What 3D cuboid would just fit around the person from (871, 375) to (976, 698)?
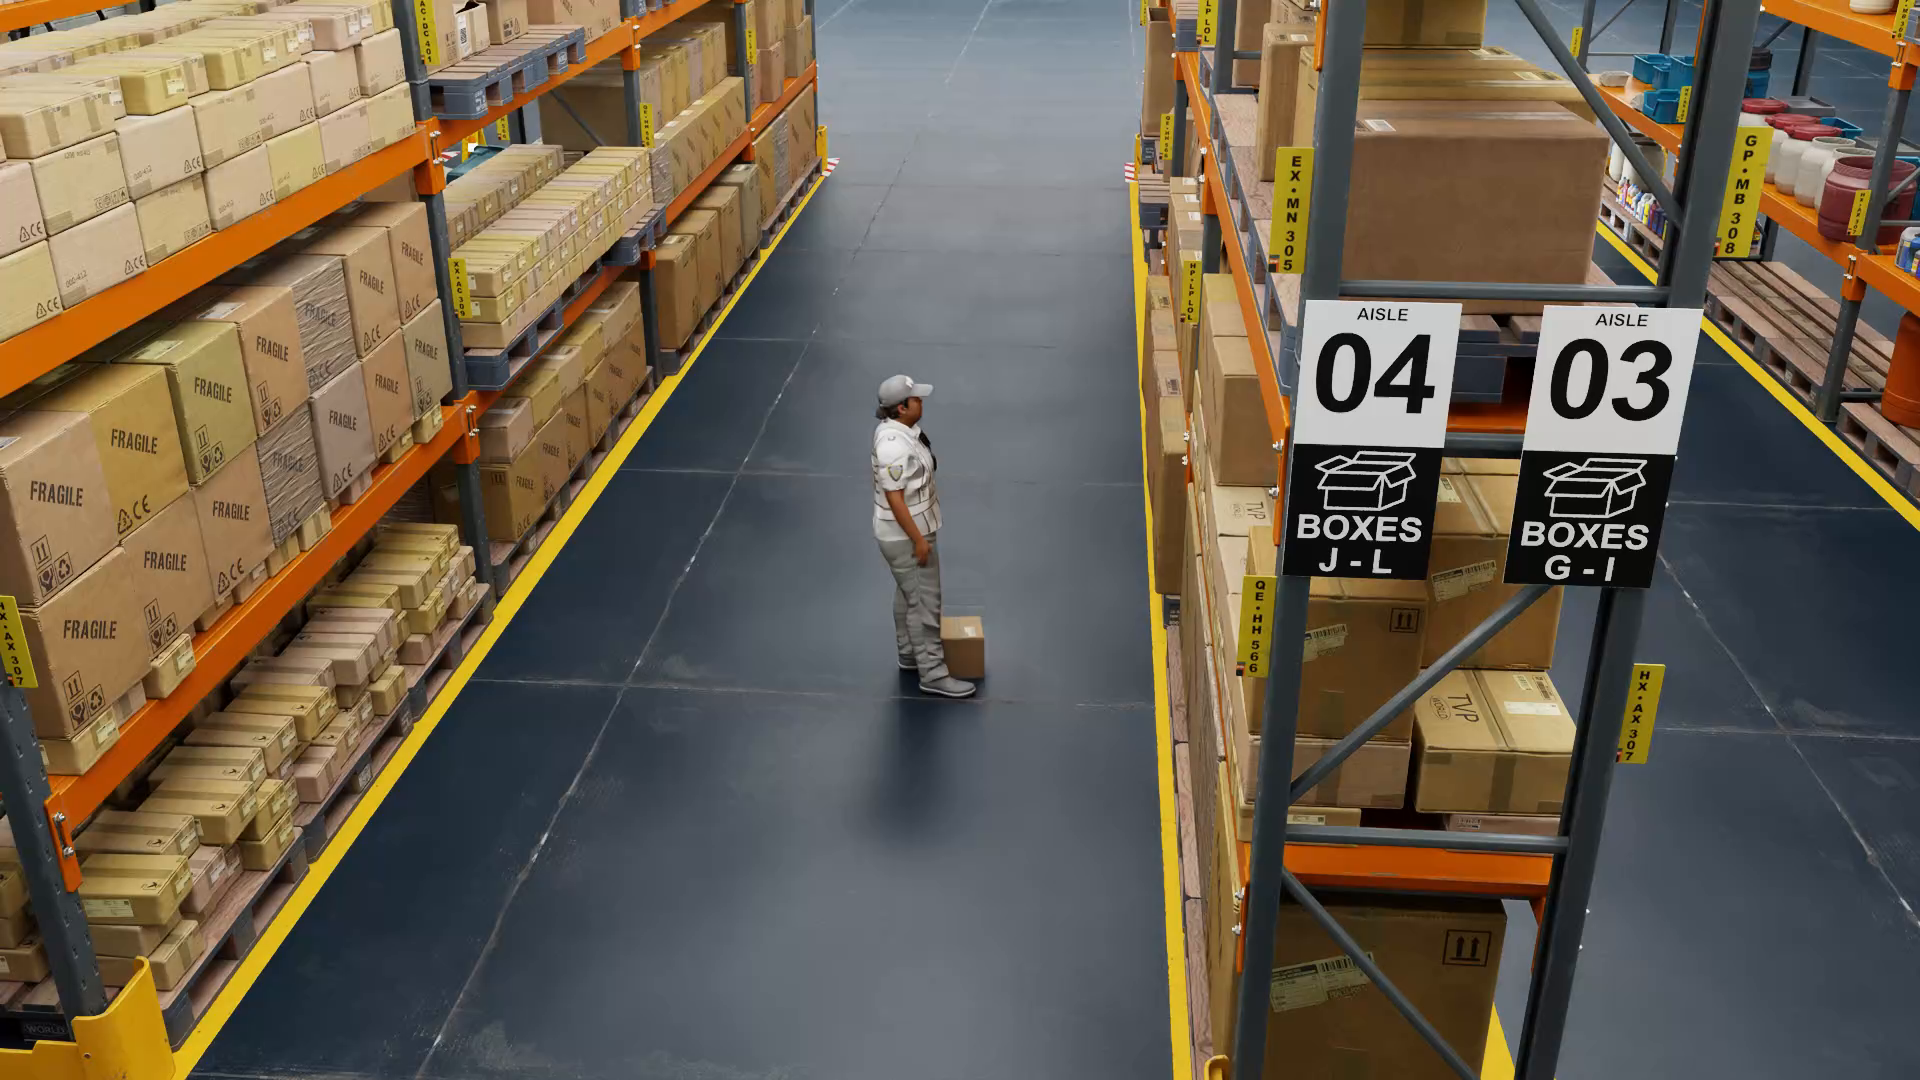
[{"bbox_3d":[-0.190,-0.044,8.673,0.529,1.669,0.596,-1,25,-2],"label":"person"}]
